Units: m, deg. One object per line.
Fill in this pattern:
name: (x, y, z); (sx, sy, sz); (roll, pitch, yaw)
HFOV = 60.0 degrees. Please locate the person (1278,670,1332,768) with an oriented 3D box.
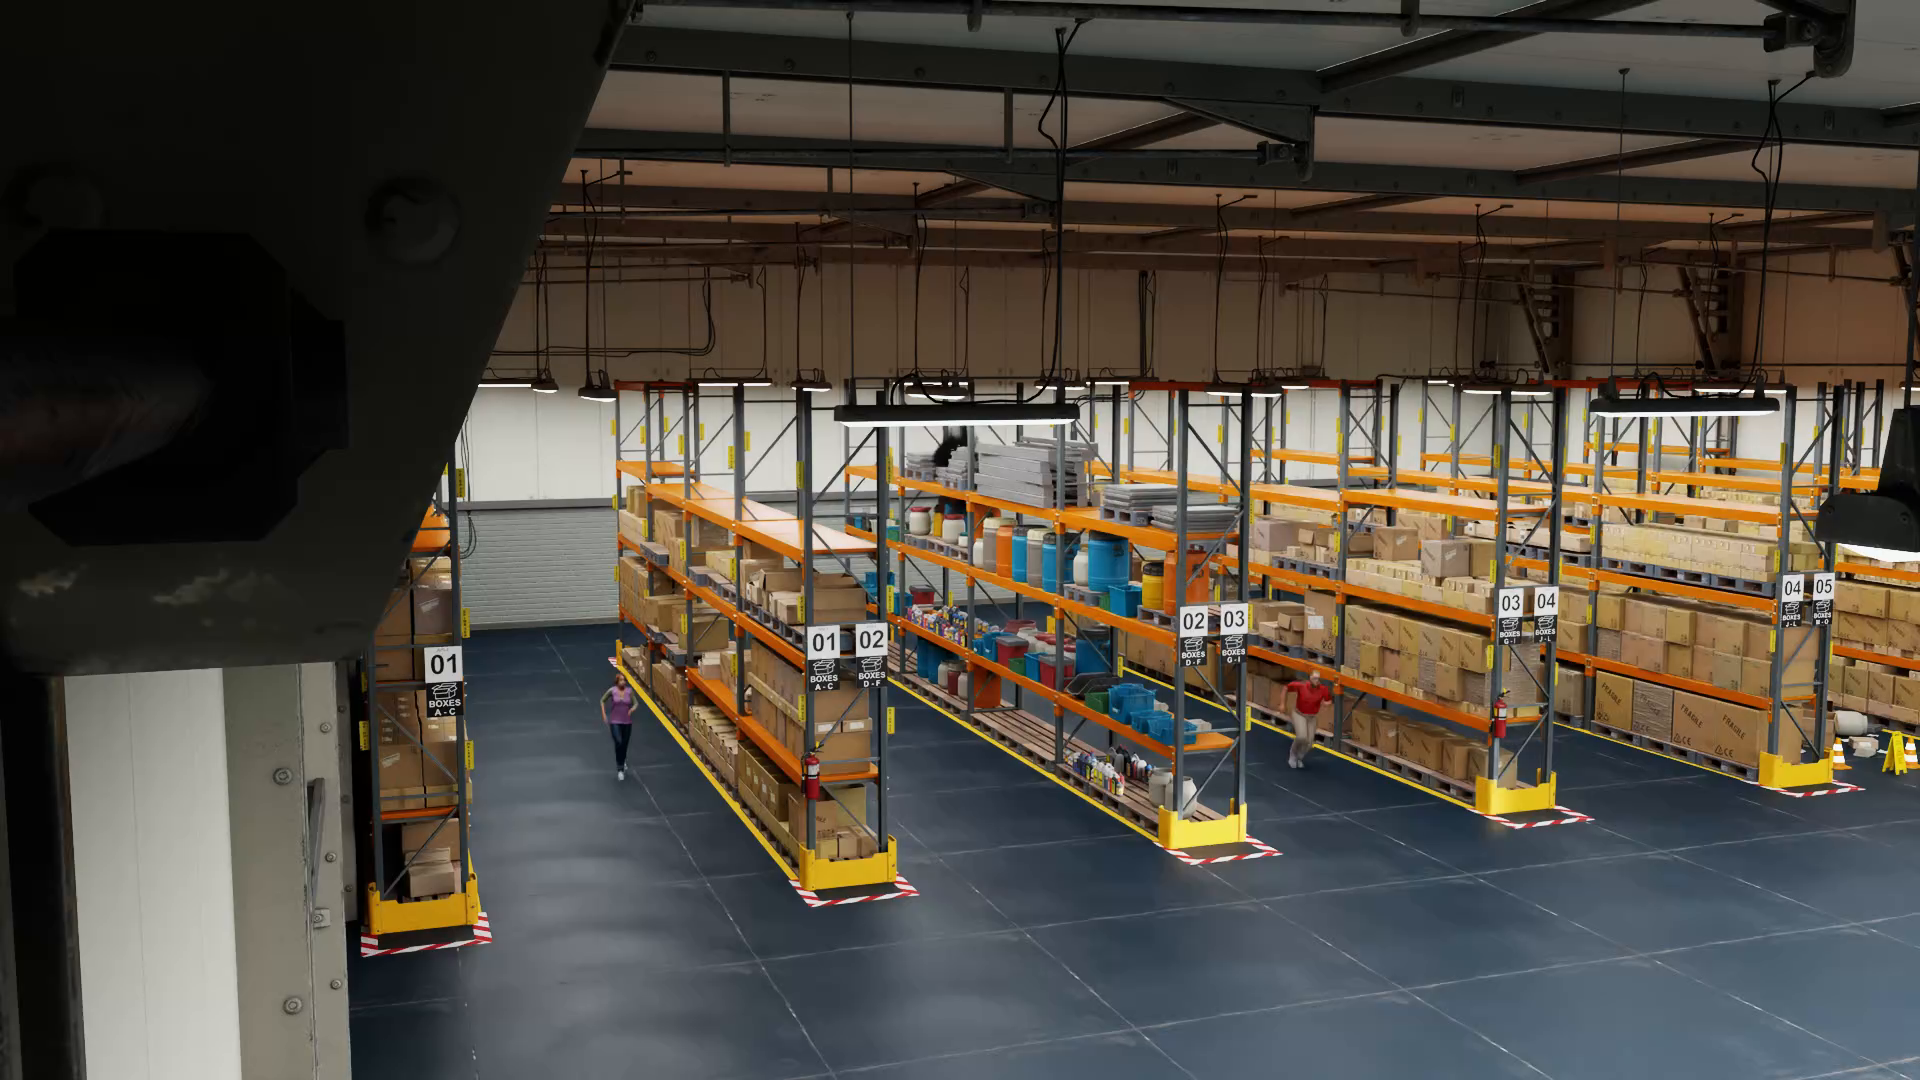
person: (5.413, 2.808, 26.044); (0.702, 1.623, 0.820); (-1, 6, -13)

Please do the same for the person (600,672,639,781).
person: (-5.222, 2.841, 25.586); (0.547, 1.639, 0.705); (-3, 7, -25)

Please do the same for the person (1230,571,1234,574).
person: (6.166, 1.513, 38.148); (0.609, 1.604, 0.521); (-2, 6, -17)

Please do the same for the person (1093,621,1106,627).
person: (2.629, 2.284, 30.561); (0.570, 1.661, 0.554); (-3, 7, -28)
